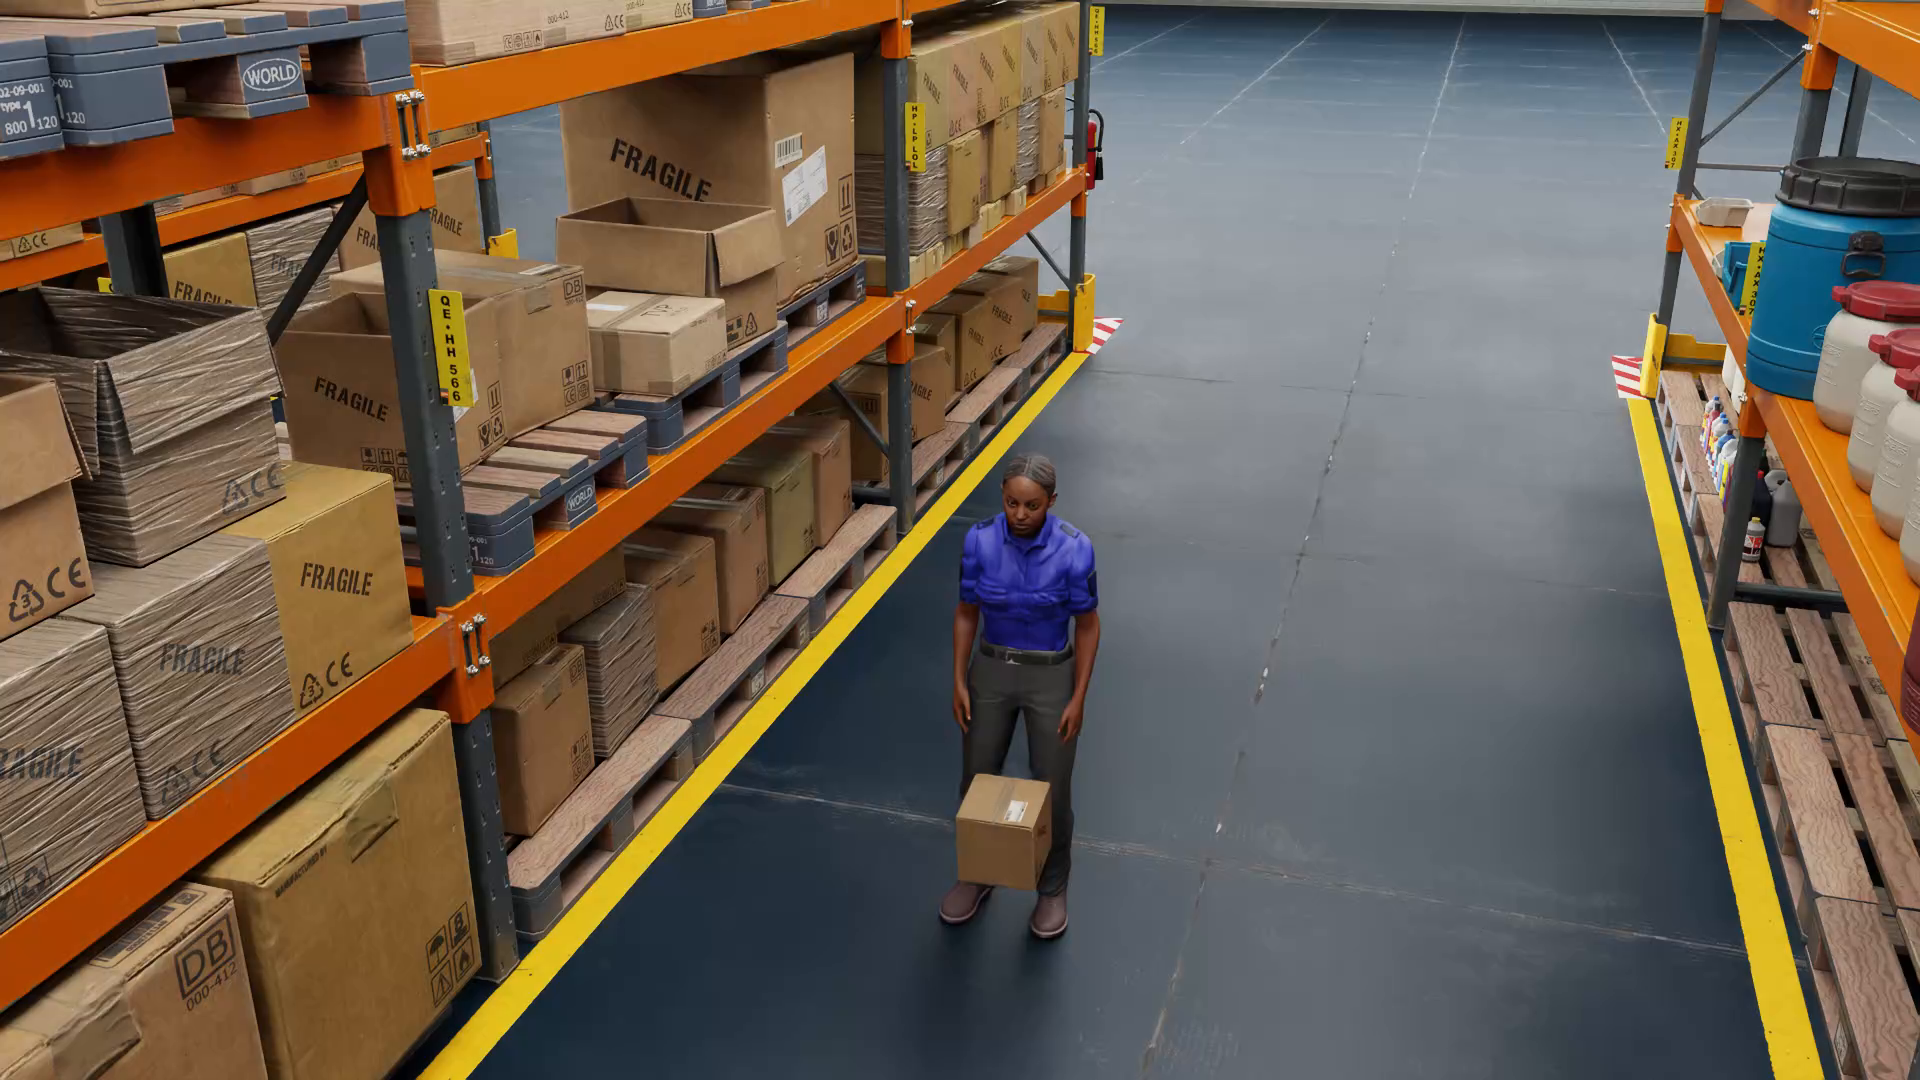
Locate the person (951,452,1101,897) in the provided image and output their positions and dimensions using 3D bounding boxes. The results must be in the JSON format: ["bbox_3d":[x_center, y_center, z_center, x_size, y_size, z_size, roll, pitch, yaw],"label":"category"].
[{"bbox_3d":[0.207,0.458,5.387,0.478,1.574,0.322,6,23,14],"label":"person"}]
